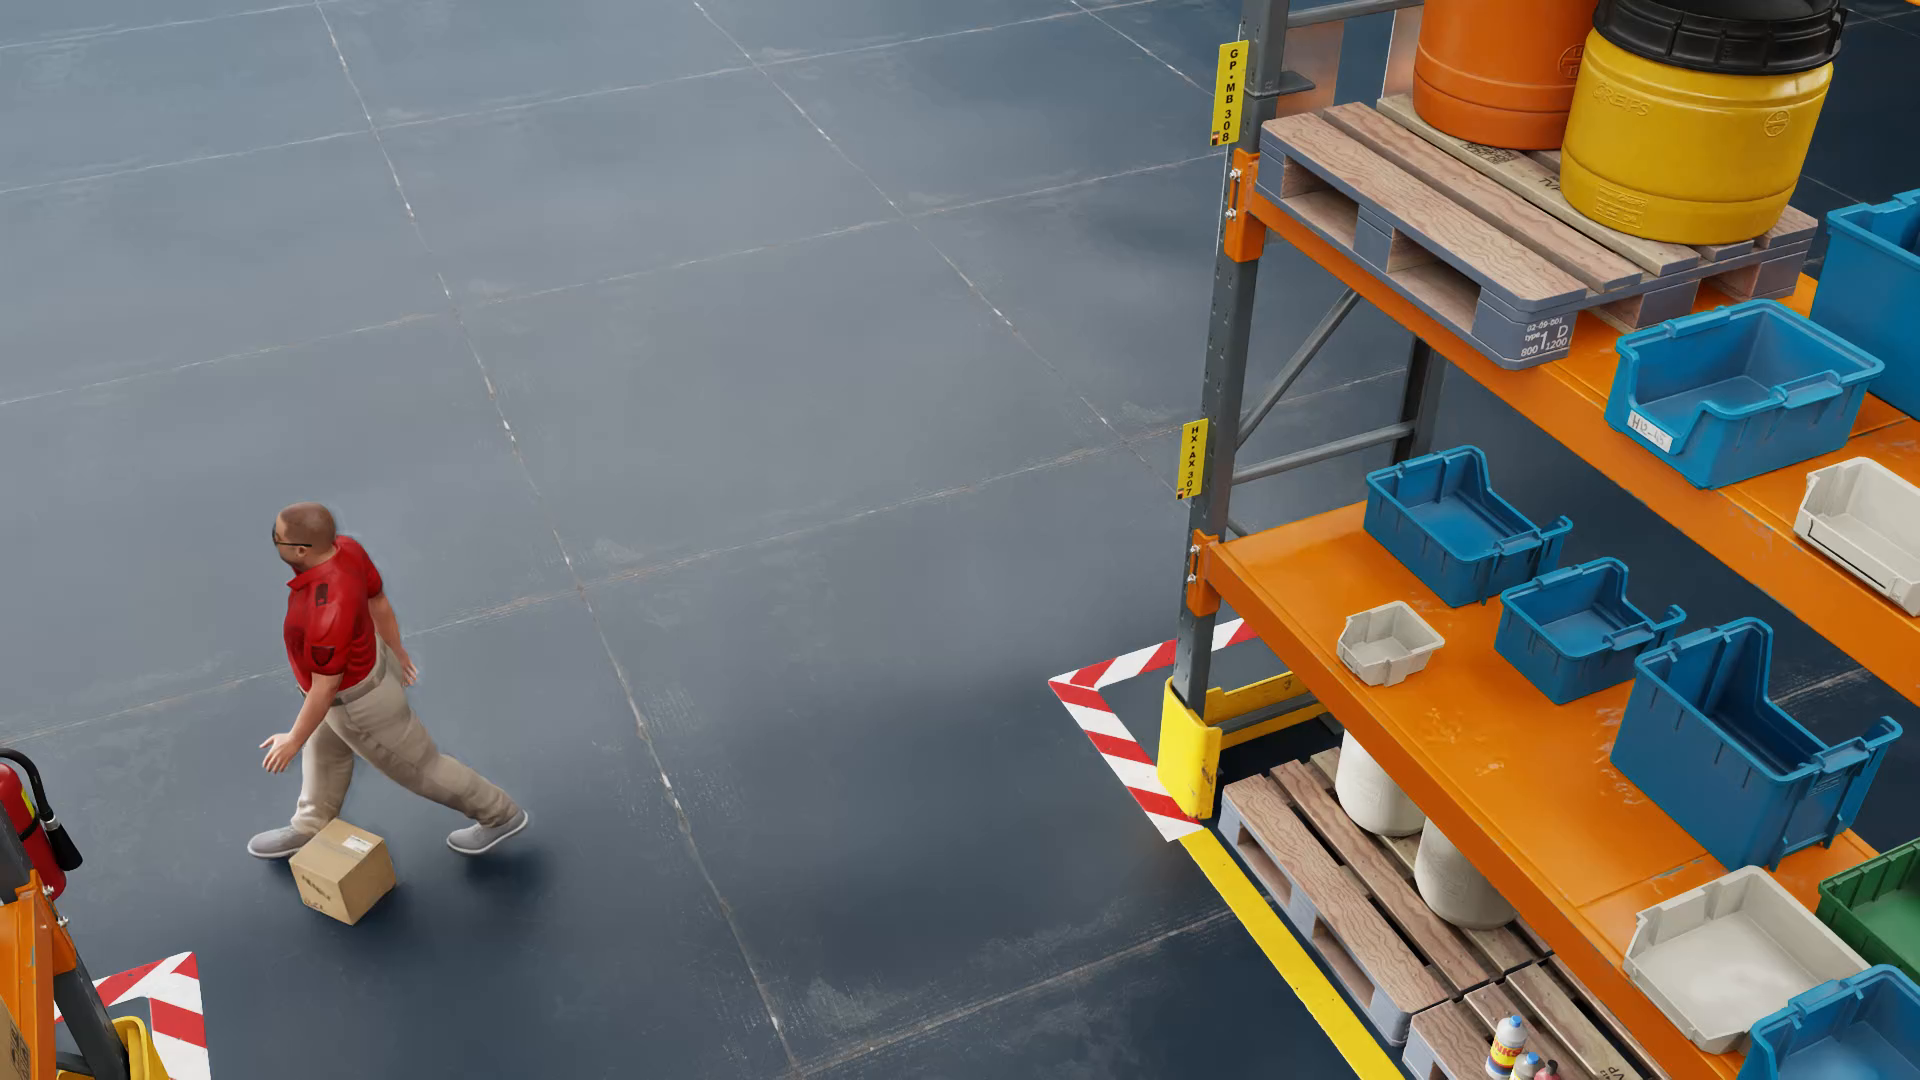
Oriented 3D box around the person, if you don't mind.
[{"bbox_3d":[-2.263,0.565,6.108,1.067,1.664,0.563,-10,38,-14],"label":"person"}]
